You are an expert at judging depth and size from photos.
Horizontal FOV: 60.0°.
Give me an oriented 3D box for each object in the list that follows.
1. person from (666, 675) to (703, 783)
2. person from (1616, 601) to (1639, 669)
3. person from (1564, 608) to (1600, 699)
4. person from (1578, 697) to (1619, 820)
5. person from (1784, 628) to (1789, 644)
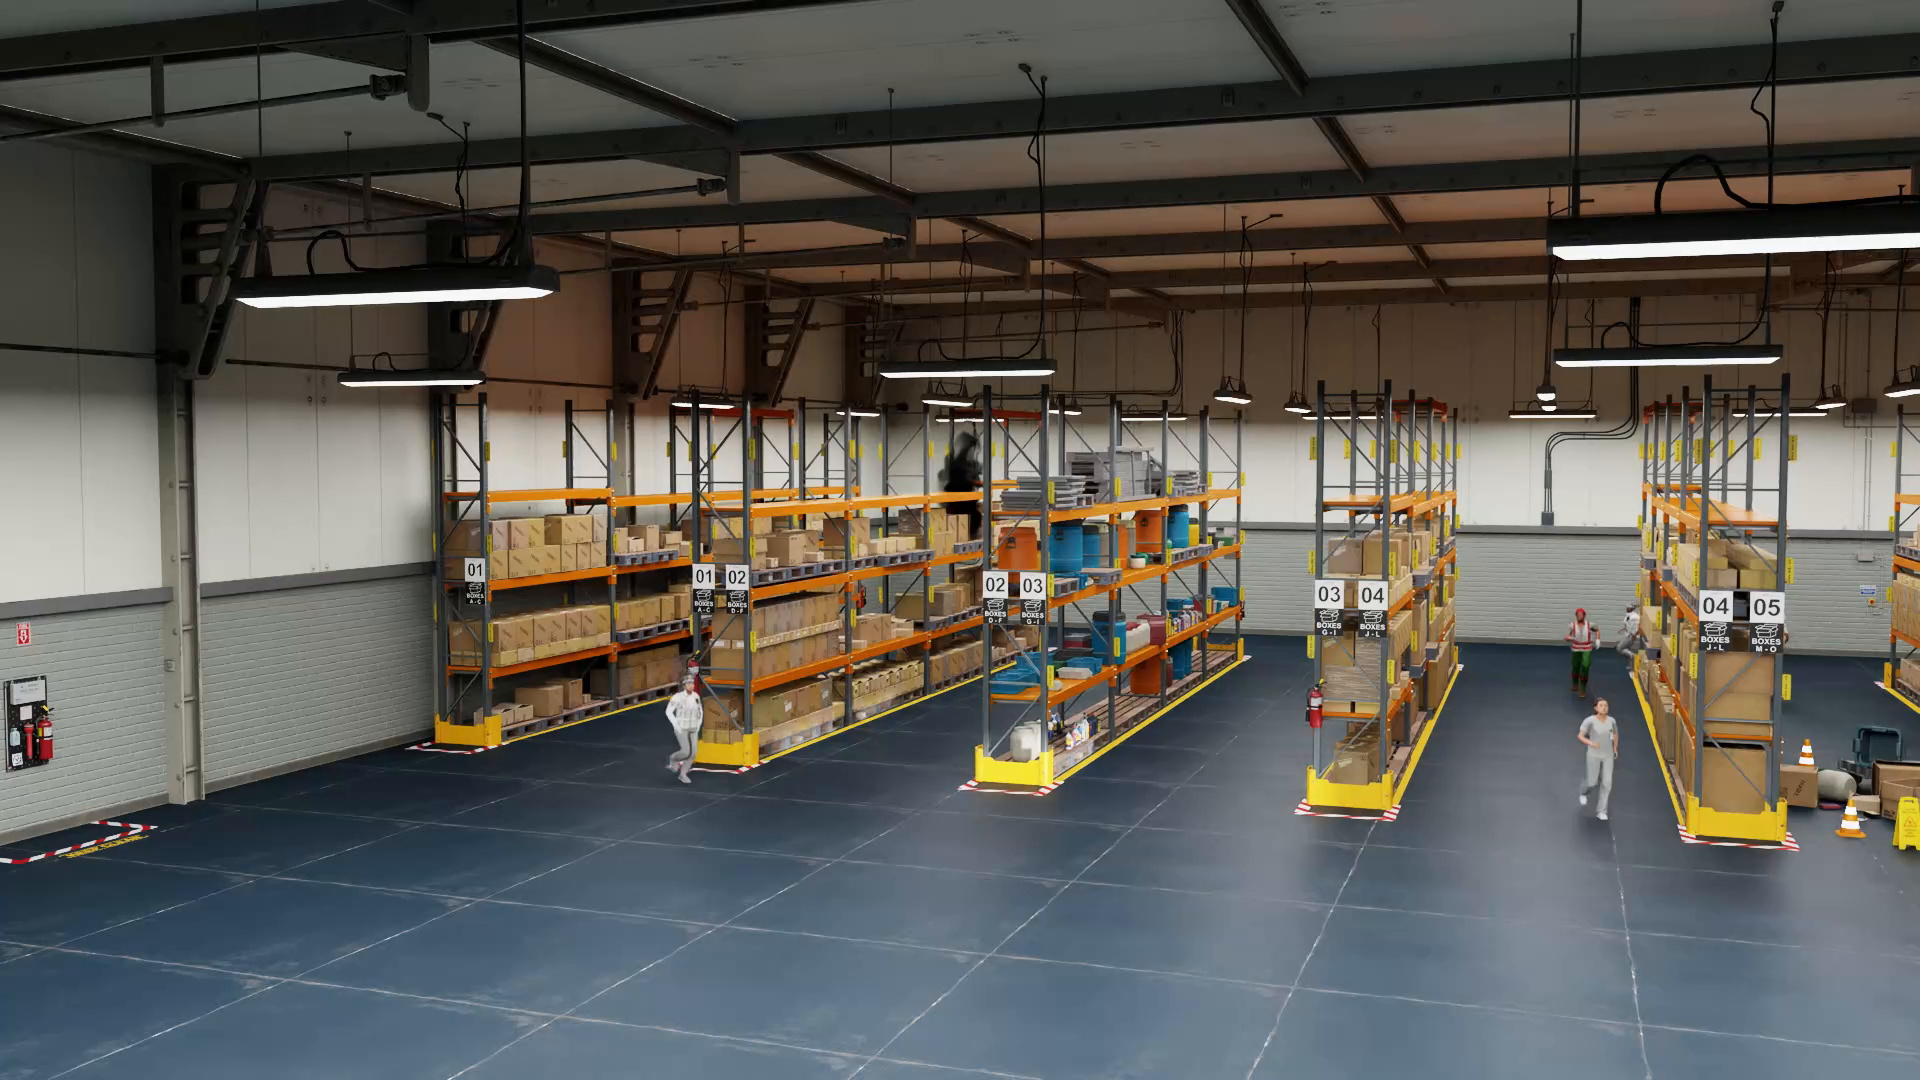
[{"bbox_3d":[-4.186,2.851,25.232,0.584,1.643,0.525,-3,4,-43],"label":"person"},{"bbox_3d":[15.327,2.192,38.068,0.551,1.598,0.707,1,3,12],"label":"person"},{"bbox_3d":[12.710,2.300,33.990,0.674,1.830,0.925,1,3,24],"label":"person"},{"bbox_3d":[8.745,2.964,22.772,0.595,1.643,0.777,0,3,0],"label":"person"},{"bbox_3d":[16.614,2.292,34.221,0.696,1.763,0.898,0,3,9],"label":"person"}]
